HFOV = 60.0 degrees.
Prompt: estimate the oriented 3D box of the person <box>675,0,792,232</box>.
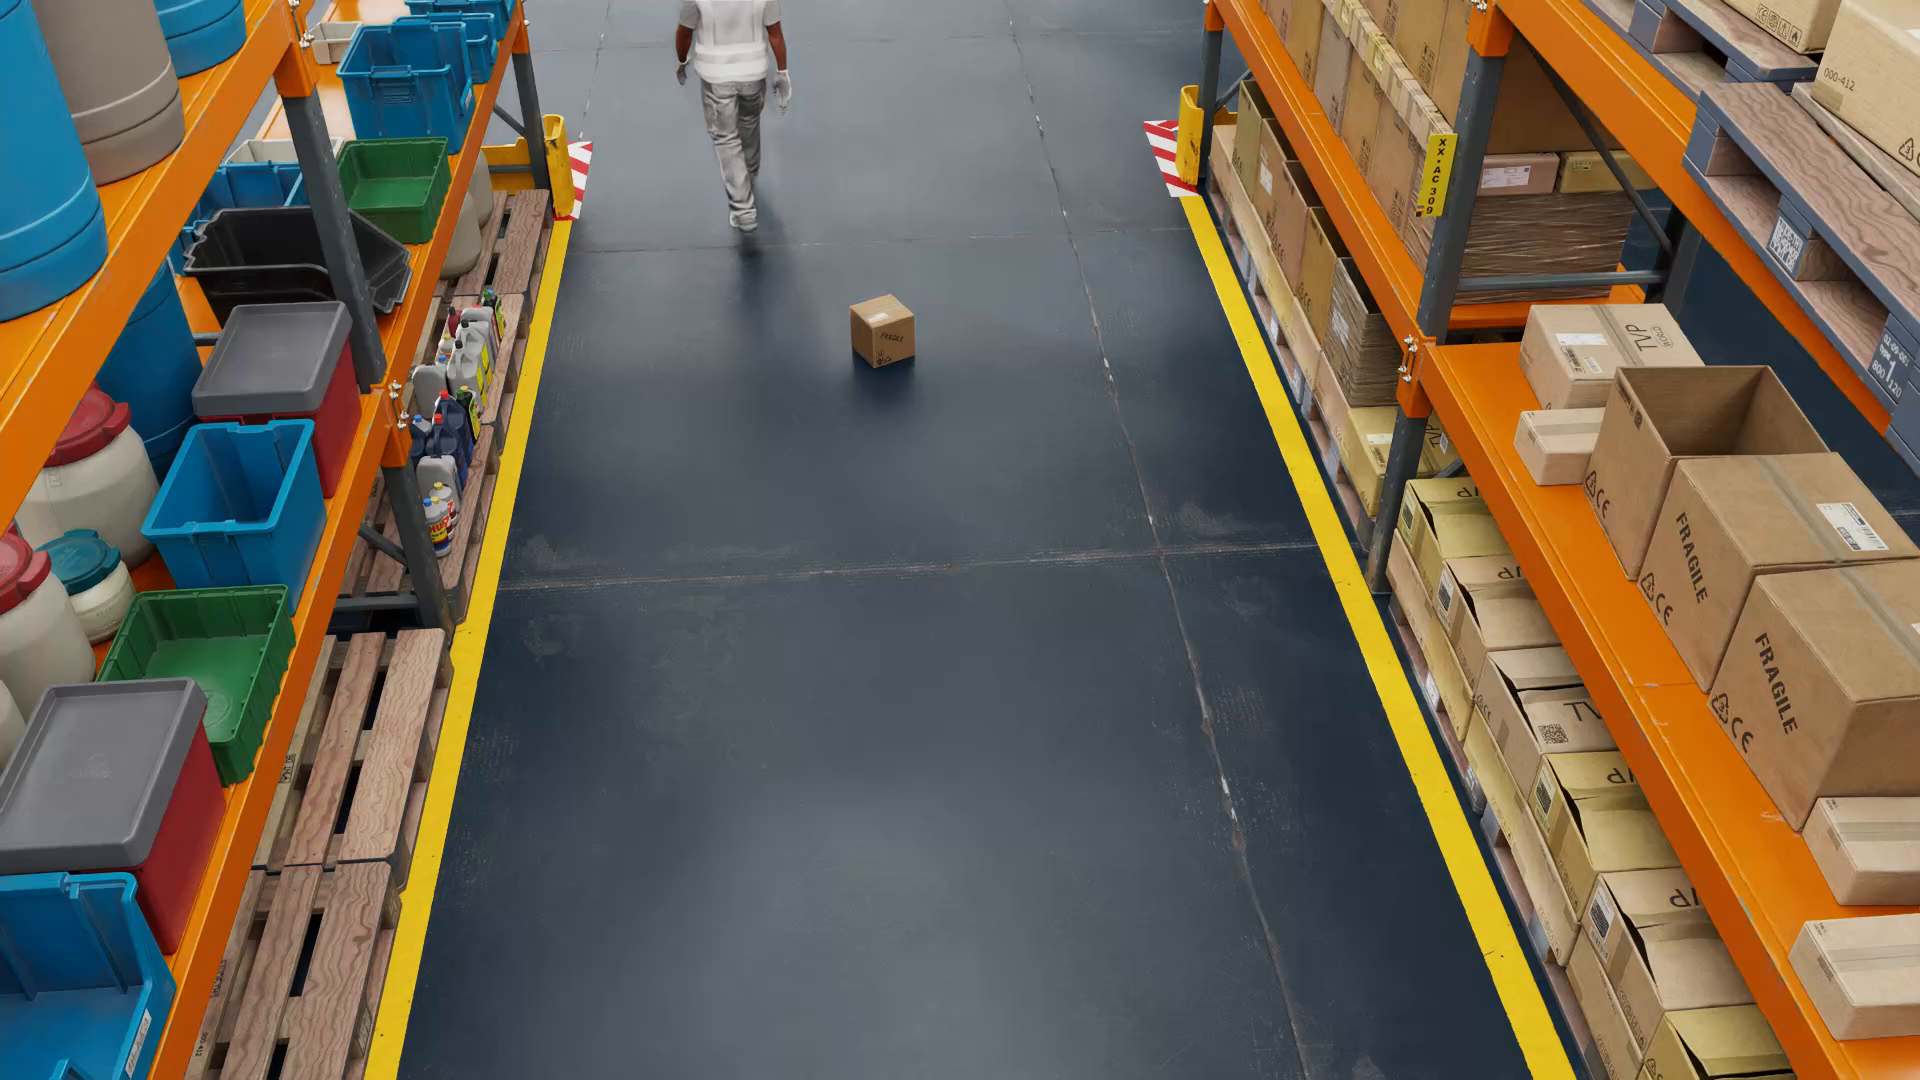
[{"bbox_3d":[-1.302,-2.692,9.496,0.603,1.747,1.038,-12,40,-15],"label":"person"}]
